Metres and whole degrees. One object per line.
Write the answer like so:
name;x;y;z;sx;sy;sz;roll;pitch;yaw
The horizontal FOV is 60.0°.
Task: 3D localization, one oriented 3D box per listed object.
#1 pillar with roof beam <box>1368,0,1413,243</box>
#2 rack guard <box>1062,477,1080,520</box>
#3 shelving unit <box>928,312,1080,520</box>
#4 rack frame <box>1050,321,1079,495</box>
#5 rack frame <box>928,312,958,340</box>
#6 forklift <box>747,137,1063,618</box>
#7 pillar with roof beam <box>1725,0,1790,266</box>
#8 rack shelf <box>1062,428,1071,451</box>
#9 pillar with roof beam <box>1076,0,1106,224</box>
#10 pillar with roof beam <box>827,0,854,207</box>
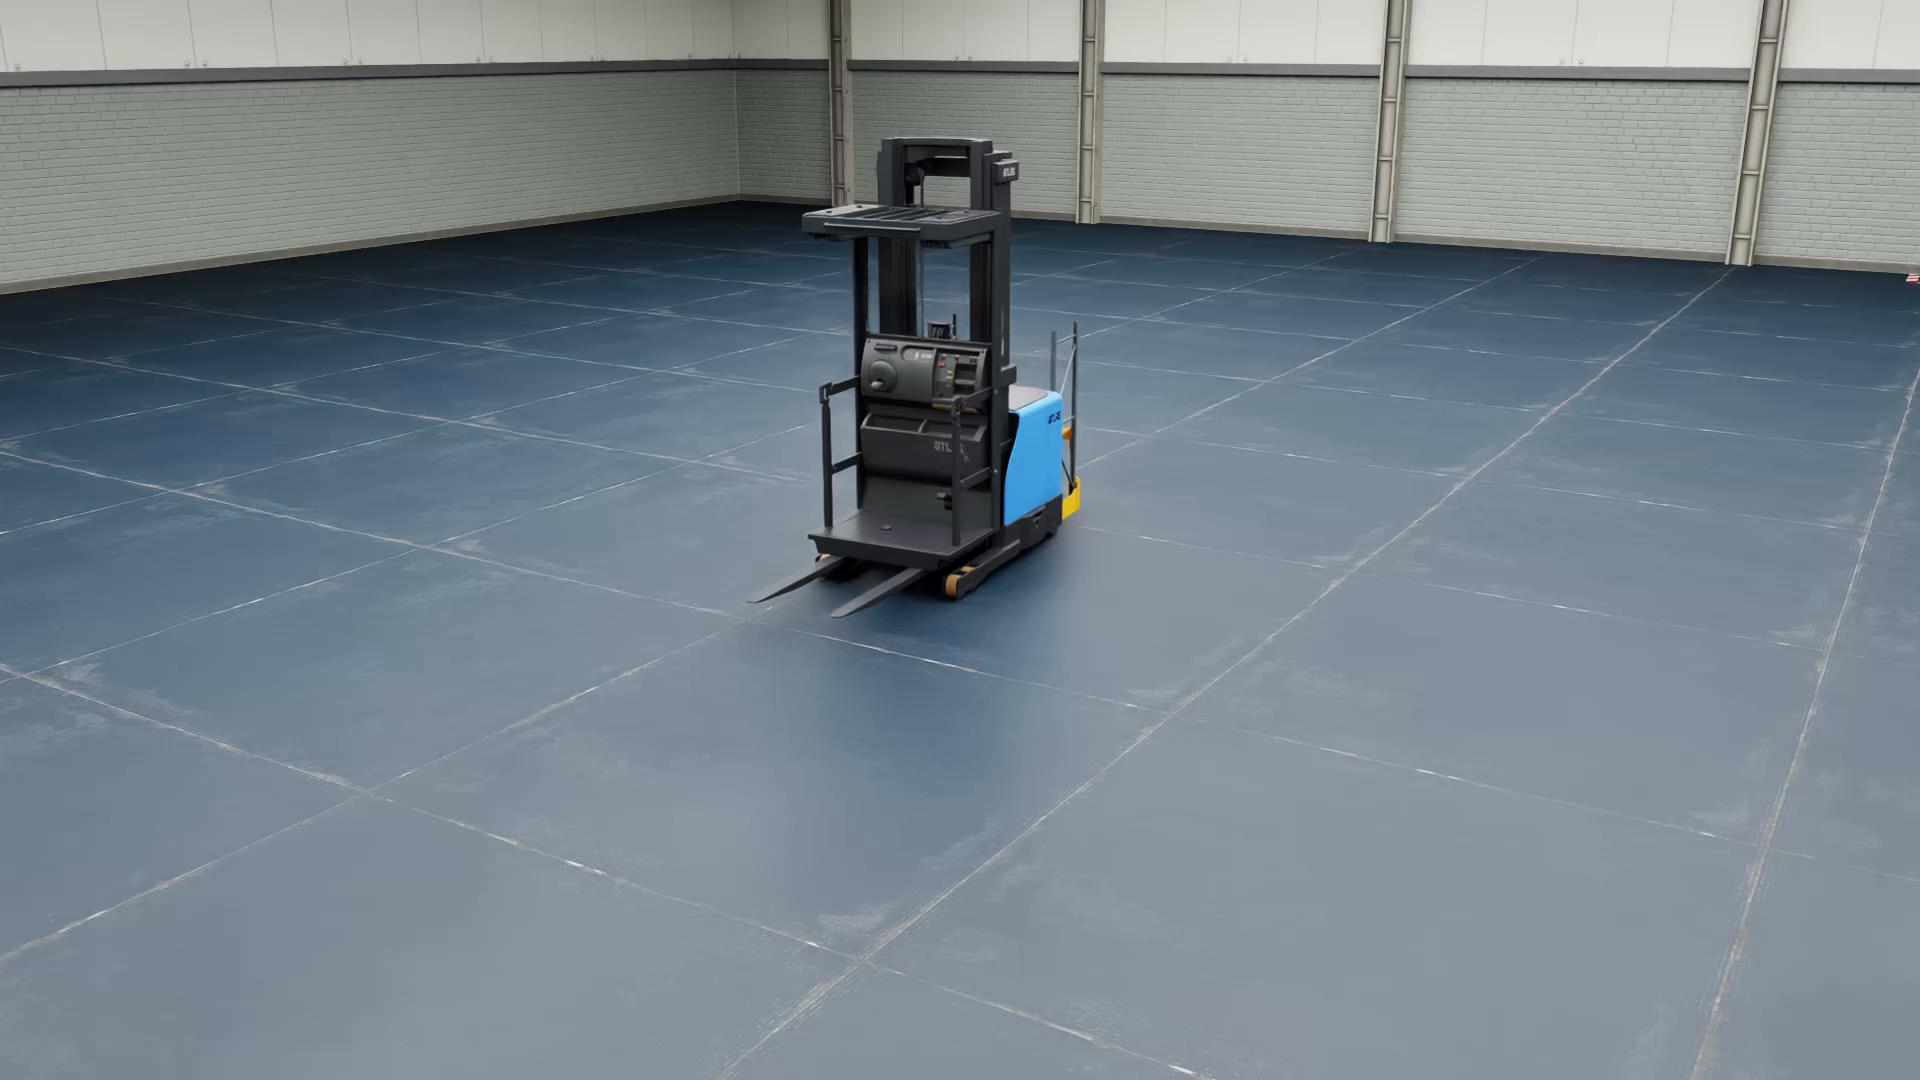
pillar with roof beam;5.422;-8.679;25.472;0.400;9.000;9.100;10;20;30
rack guard;0.792;-0.299;12.937;0.087;0.250;0.587;8;18;24
shelving unit;0.340;-0.958;12.954;1.083;1.500;0.587;8;18;24
rack frame;0.793;-0.897;12.754;0.032;1.500;0.500;8;18;24
rack frame;-0.130;-1.021;13.161;0.032;1.500;0.500;8;18;24
forklift;-0.345;-1.156;11.143;1.130;2.935;3.031;8;19;26
pillar with roof beam;10.534;-7.767;22.468;0.400;9.000;9.100;10;20;30
rack shelf;0.332;-0.787;13.010;1.000;0.185;0.538;8;18;24
pillar with roof beam;0.309;-9.592;28.477;0.400;9.000;9.100;10;20;30
pillar with roof beam;-4.804;-10.505;31.481;0.400;9.000;9.100;10;20;30
